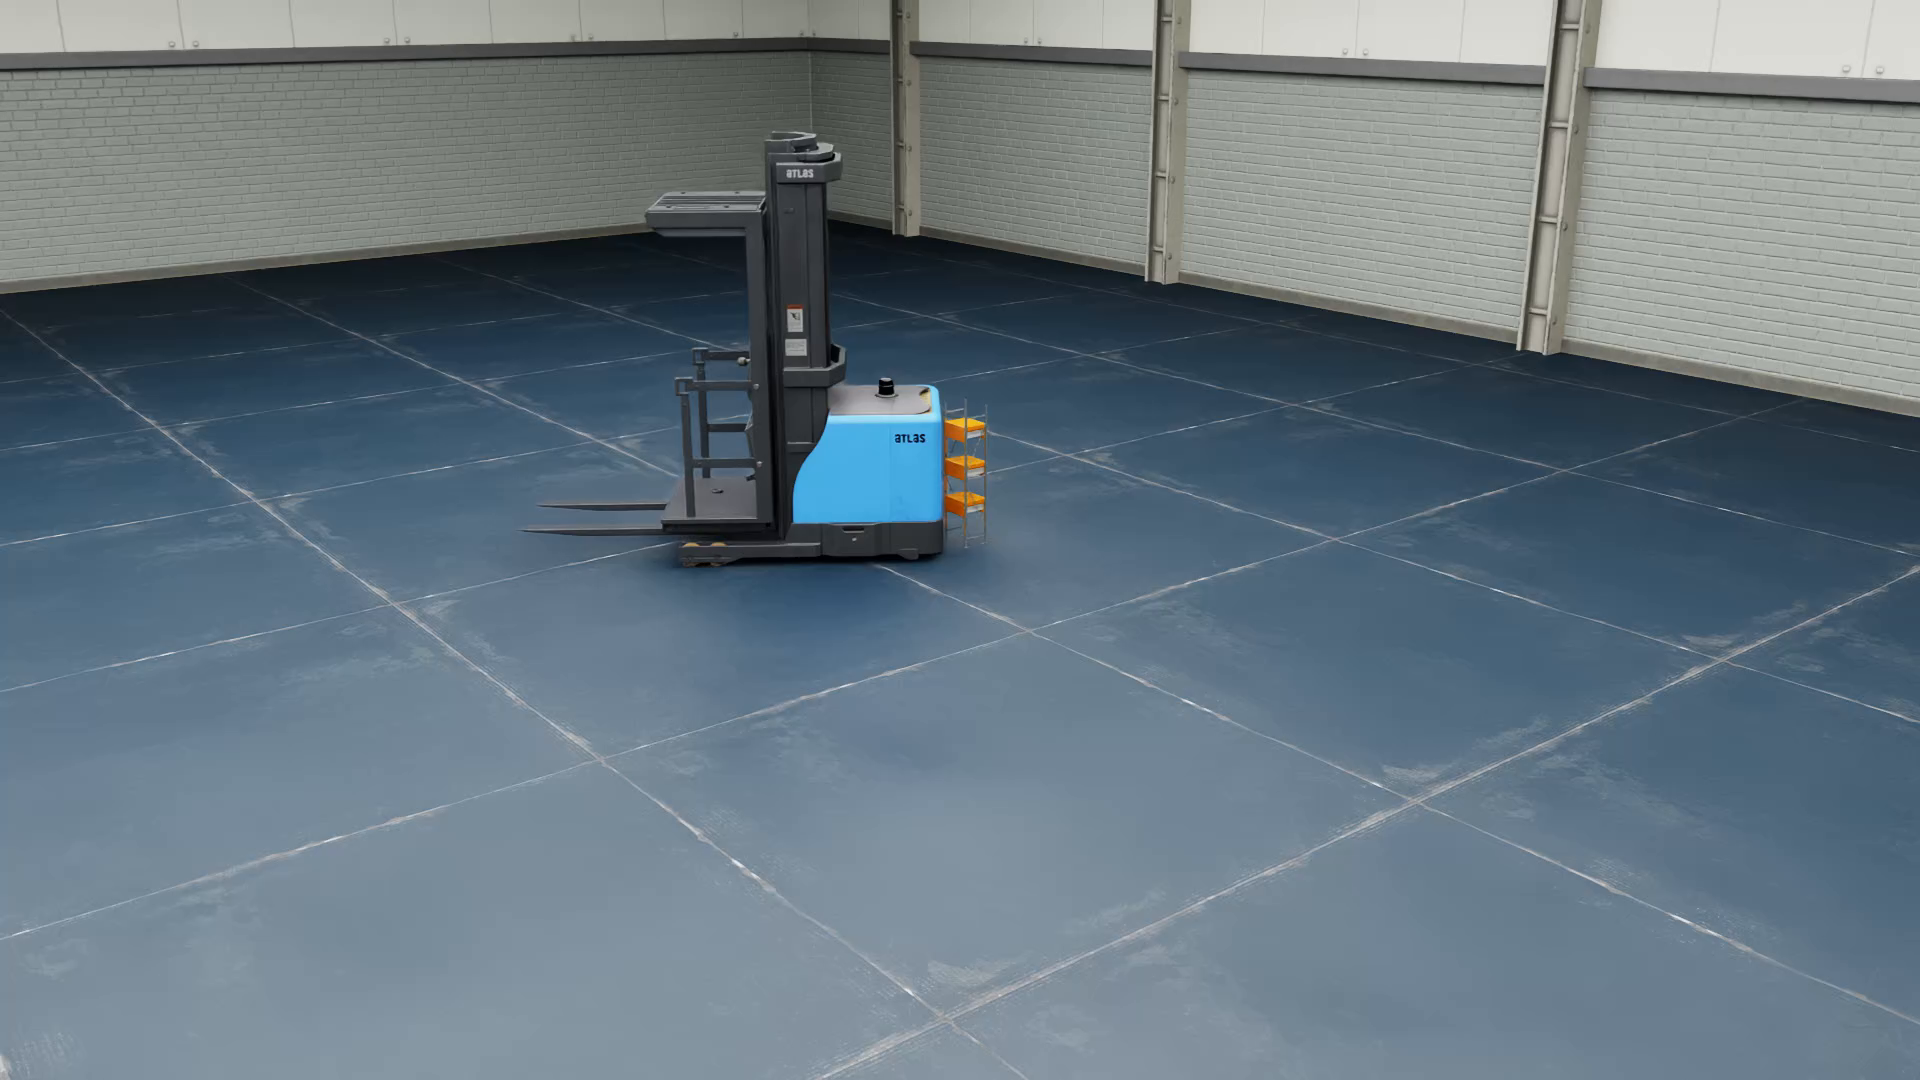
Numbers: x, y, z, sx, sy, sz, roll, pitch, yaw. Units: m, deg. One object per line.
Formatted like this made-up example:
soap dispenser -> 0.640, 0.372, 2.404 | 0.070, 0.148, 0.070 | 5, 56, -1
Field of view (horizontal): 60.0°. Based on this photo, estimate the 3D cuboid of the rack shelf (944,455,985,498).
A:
rack shelf -> 0.042, -0.475, 12.161 | 0.215, 0.259, 0.240 | -14, 23, -35

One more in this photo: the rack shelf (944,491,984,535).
rack shelf -> 0.042, -0.211, 12.248 | 0.215, 0.259, 0.240 | -14, 23, -35

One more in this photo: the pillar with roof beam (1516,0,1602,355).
pillar with roof beam -> 3.184, -5.577, 14.889 | 9.100, 9.000, 0.400 | -14, 23, -36

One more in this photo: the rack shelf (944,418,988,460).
rack shelf -> 0.042, -0.745, 12.072 | 0.215, 0.259, 0.240 | -14, 23, -35

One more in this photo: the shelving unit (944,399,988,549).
shelving unit -> 0.042, -0.485, 12.158 | 0.215, 1.050, 0.252 | -14, 23, -35

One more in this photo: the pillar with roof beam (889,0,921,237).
pillar with roof beam -> -4.266, -8.534, 23.819 | 9.100, 9.000, 0.400 | -14, 23, -36

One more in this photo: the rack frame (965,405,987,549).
rack frame -> 0.116, -0.455, 12.066 | 0.200, 1.050, 0.008 | -14, 23, -35

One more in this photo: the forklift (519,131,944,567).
forklift -> -1.646, -1.372, 11.844 | 3.031, 2.935, 1.130 | -1, 18, -2

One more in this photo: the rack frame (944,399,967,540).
rack frame -> -0.033, -0.516, 12.250 | 0.200, 1.050, 0.008 | -14, 23, -35

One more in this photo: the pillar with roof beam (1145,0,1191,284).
pillar with roof beam -> -0.541, -7.055, 19.354 | 9.100, 9.000, 0.400 | -14, 23, -36
